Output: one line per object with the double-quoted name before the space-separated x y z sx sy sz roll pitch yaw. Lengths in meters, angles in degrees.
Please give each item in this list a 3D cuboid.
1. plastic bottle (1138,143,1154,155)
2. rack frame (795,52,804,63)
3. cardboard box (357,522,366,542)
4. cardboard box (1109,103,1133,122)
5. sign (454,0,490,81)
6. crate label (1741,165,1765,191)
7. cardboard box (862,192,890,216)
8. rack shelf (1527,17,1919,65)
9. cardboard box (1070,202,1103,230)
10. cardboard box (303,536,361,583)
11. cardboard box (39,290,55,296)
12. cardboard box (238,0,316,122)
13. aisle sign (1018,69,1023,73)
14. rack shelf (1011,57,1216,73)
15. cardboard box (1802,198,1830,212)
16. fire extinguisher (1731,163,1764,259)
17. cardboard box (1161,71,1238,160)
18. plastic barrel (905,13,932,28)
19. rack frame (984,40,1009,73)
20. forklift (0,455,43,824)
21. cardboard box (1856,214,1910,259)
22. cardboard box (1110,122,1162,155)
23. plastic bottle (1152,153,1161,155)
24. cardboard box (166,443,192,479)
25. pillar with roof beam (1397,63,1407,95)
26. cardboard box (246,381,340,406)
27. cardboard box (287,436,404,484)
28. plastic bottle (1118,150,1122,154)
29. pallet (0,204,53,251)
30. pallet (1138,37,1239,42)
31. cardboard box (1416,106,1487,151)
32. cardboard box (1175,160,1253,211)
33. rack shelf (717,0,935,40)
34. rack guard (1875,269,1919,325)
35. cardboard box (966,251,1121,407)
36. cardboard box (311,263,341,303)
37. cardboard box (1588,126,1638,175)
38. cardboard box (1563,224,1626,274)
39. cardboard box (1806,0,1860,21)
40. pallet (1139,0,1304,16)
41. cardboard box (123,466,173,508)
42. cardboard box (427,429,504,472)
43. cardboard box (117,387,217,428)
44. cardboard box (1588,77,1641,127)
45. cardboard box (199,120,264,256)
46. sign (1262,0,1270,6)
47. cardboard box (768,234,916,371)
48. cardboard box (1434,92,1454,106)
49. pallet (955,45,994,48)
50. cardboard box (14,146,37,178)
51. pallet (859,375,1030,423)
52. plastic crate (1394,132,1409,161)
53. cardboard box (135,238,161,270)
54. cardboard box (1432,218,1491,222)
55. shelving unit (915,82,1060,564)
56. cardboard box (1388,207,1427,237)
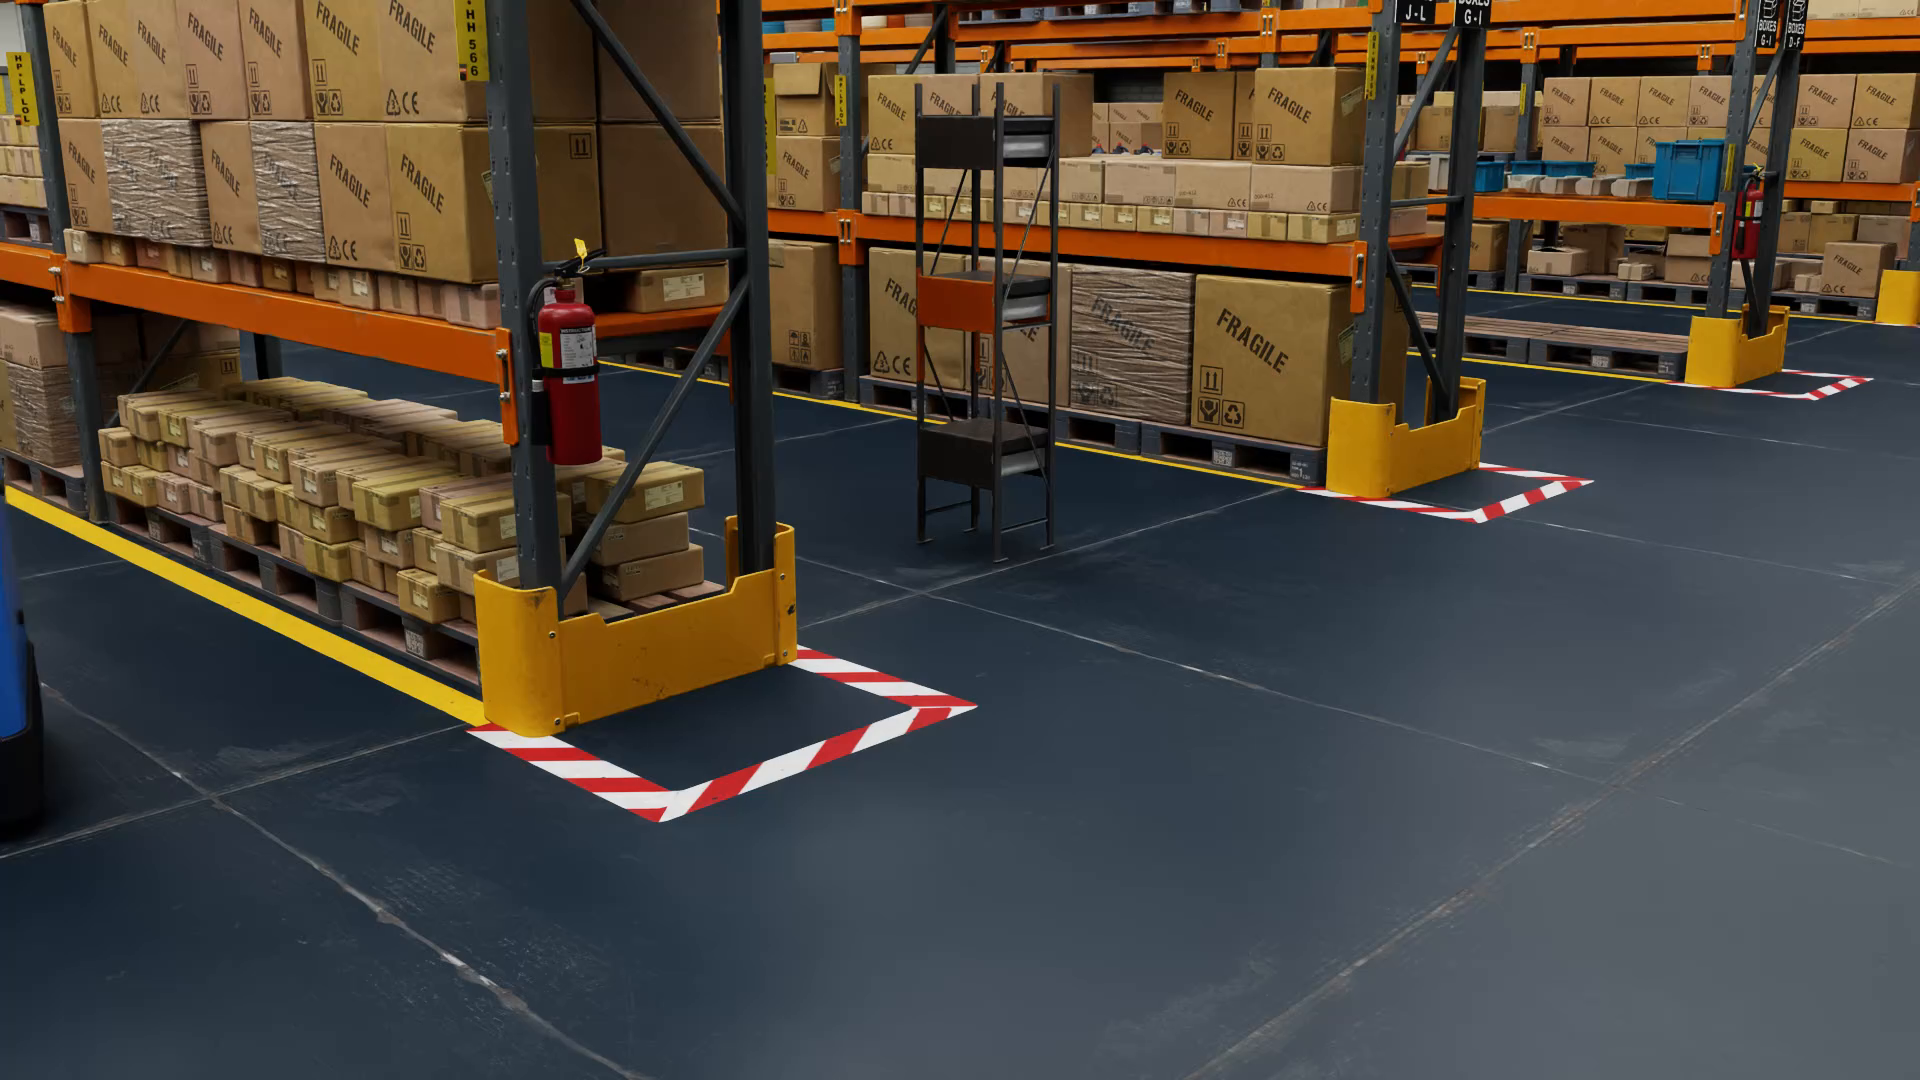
"plastic bottle" 1.862 -3.793 16.637 0.185 0.351 0.144 14 20 42
"rack frame" -2.181 -6.399 26.544 0.127 3.000 1.000 14 20 42
"cardboard box" -2.132 -0.084 6.536 0.250 0.149 0.380 13 20 42
"cardboard box" 2.861 -7.102 28.011 0.500 0.500 0.500 13 19 41
"sign" -1.457 -1.535 4.952 0.005 0.325 0.100 14 20 42
"crate label" 5.947 -2.752 12.757 0.303 0.233 0.416 14 20 42
"cardboard box" -0.439 -2.268 11.186 0.250 0.149 0.380 14 20 42
"rack shelf" 7.897 -5.053 16.853 4.000 0.370 1.077 14 20 42
"cardboard box" 0.873 -1.950 9.967 0.380 0.149 0.250 -14 20 -43
"cardboard box" -2.381 0.040 6.650 0.250 0.149 0.380 13 19 40
"cardboard box" -5.034 -1.336 9.747 0.500 0.250 0.500 -14 20 -42
"cardboard box" -2.305 -1.808 6.152 0.500 0.500 0.500 -13 20 -41
"aisle sign" 0.995 -8.515 29.509 0.004 0.787 0.394 14 20 42
"rack shelf" 2.694 -8.053 28.366 4.000 0.370 1.077 14 20 42
"cardboard box" 10.965 -4.281 21.250 0.250 0.149 0.380 13 19 40
"fire extinguisher" 5.689 -2.374 11.988 0.183 0.674 0.296 14 20 42
"cardboard box" 1.563 -2.546 9.975 0.500 0.500 0.500 13 19 41
"plastic barrel" -0.303 -5.978 17.984 0.600 0.901 0.600 0 15 0
"rack frame" 0.137 -4.101 17.722 0.127 3.000 1.000 14 20 42
"forklift" -4.154 -0.508 4.067 3.031 2.935 1.130 -8 16 -27
"cardboard box" 11.477 -3.773 20.586 0.500 0.500 0.700 13 19 40
"cardboard box" 2.359 -5.338 22.273 0.500 0.500 0.500 12 19 39
"plastic bottle" 1.883 -3.503 15.675 0.135 0.276 0.152 14 20 42
"cardboard box" -3.453 -0.401 7.754 0.250 0.149 0.380 14 20 42
"pillar with roof beam" 3.690 -8.405 22.344 0.400 9.000 9.100 14 20 42
"cardboard box" -3.288 -0.678 8.228 0.250 0.149 0.380 14 20 43
"cardboard box" -2.517 -0.314 6.830 0.250 0.149 0.380 13 19 40
"plastic bottle" 1.580 -3.793 16.770 0.133 0.283 0.061 14 20 42
"pallet" -4.386 -1.687 8.837 1.213 0.211 1.003 14 20 42
"pallet" 3.027 -6.462 21.209 1.213 0.211 1.003 -13 20 -42
"cardboard box" 5.733 -4.783 19.310 0.700 0.500 0.500 -11 18 -35
"cardboard box" 1.561 -1.999 9.362 0.500 0.250 0.500 13 20 41
"rack shelf" -1.861 -3.955 12.641 4.000 0.370 1.077 14 20 42
"rack guard" 9.282 -2.403 16.163 0.348 0.500 1.175 14 20 42
"cardboard box" 0.646 -1.389 10.697 0.875 0.875 0.875 14 20 42
"cardboard box" -2.201 -0.987 6.269 0.250 0.149 0.380 13 19 40
"cardboard box" 7.006 -4.120 17.597 0.500 0.500 0.500 14 20 43
"cardboard box" 7.065 -3.254 18.558 0.500 0.500 0.500 14 20 42
"cardboard box" 8.432 -5.110 15.942 0.500 0.250 0.500 14 20 42
"pallet" 2.385 -4.881 15.140 1.003 0.211 1.213 14 20 42
"cardboard box" -3.706 -0.274 7.857 0.380 0.149 0.250 -14 20 -43
"cardboard box" -2.002 -0.357 6.993 0.380 0.149 0.250 -14 20 -42
"cardboard box" -3.832 -0.633 8.054 0.380 0.149 0.250 -14 20 -42
"cardboard box" 6.973 -4.608 17.486 0.500 0.500 0.500 13 19 40
"cardboard box" -2.650 -1.411 6.609 0.500 0.500 0.500 -13 20 -41
"sign" 2.634 -4.757 14.274 0.005 0.325 0.100 14 20 42
"cardboard box" -0.896 -1.785 12.216 0.875 0.875 1.225 14 20 42
"cardboard box" 7.182 -6.333 23.972 0.500 0.250 0.500 -14 20 -43
"pallet" 0.067 -7.253 24.045 1.213 0.211 1.003 14 20 42
"cardboard box" -4.551 -1.925 8.445 0.250 0.149 0.380 14 20 43
"pallet" 0.072 -1.005 11.371 1.213 0.211 1.003 14 20 42
"plastic crate" 3.485 -3.259 14.245 0.583 0.464 0.402 14 20 42
"cardboard box" -3.494 -1.320 7.547 0.250 0.149 0.380 13 19 40
"cardboard box" 5.887 -3.523 19.588 0.500 0.500 0.500 14 20 43
"shelving unit" 0.119 -0.987 7.556 0.503 2.100 0.431 14 20 42
"cardboard box" 2.432 -1.802 9.398 0.250 0.149 0.380 14 20 43
